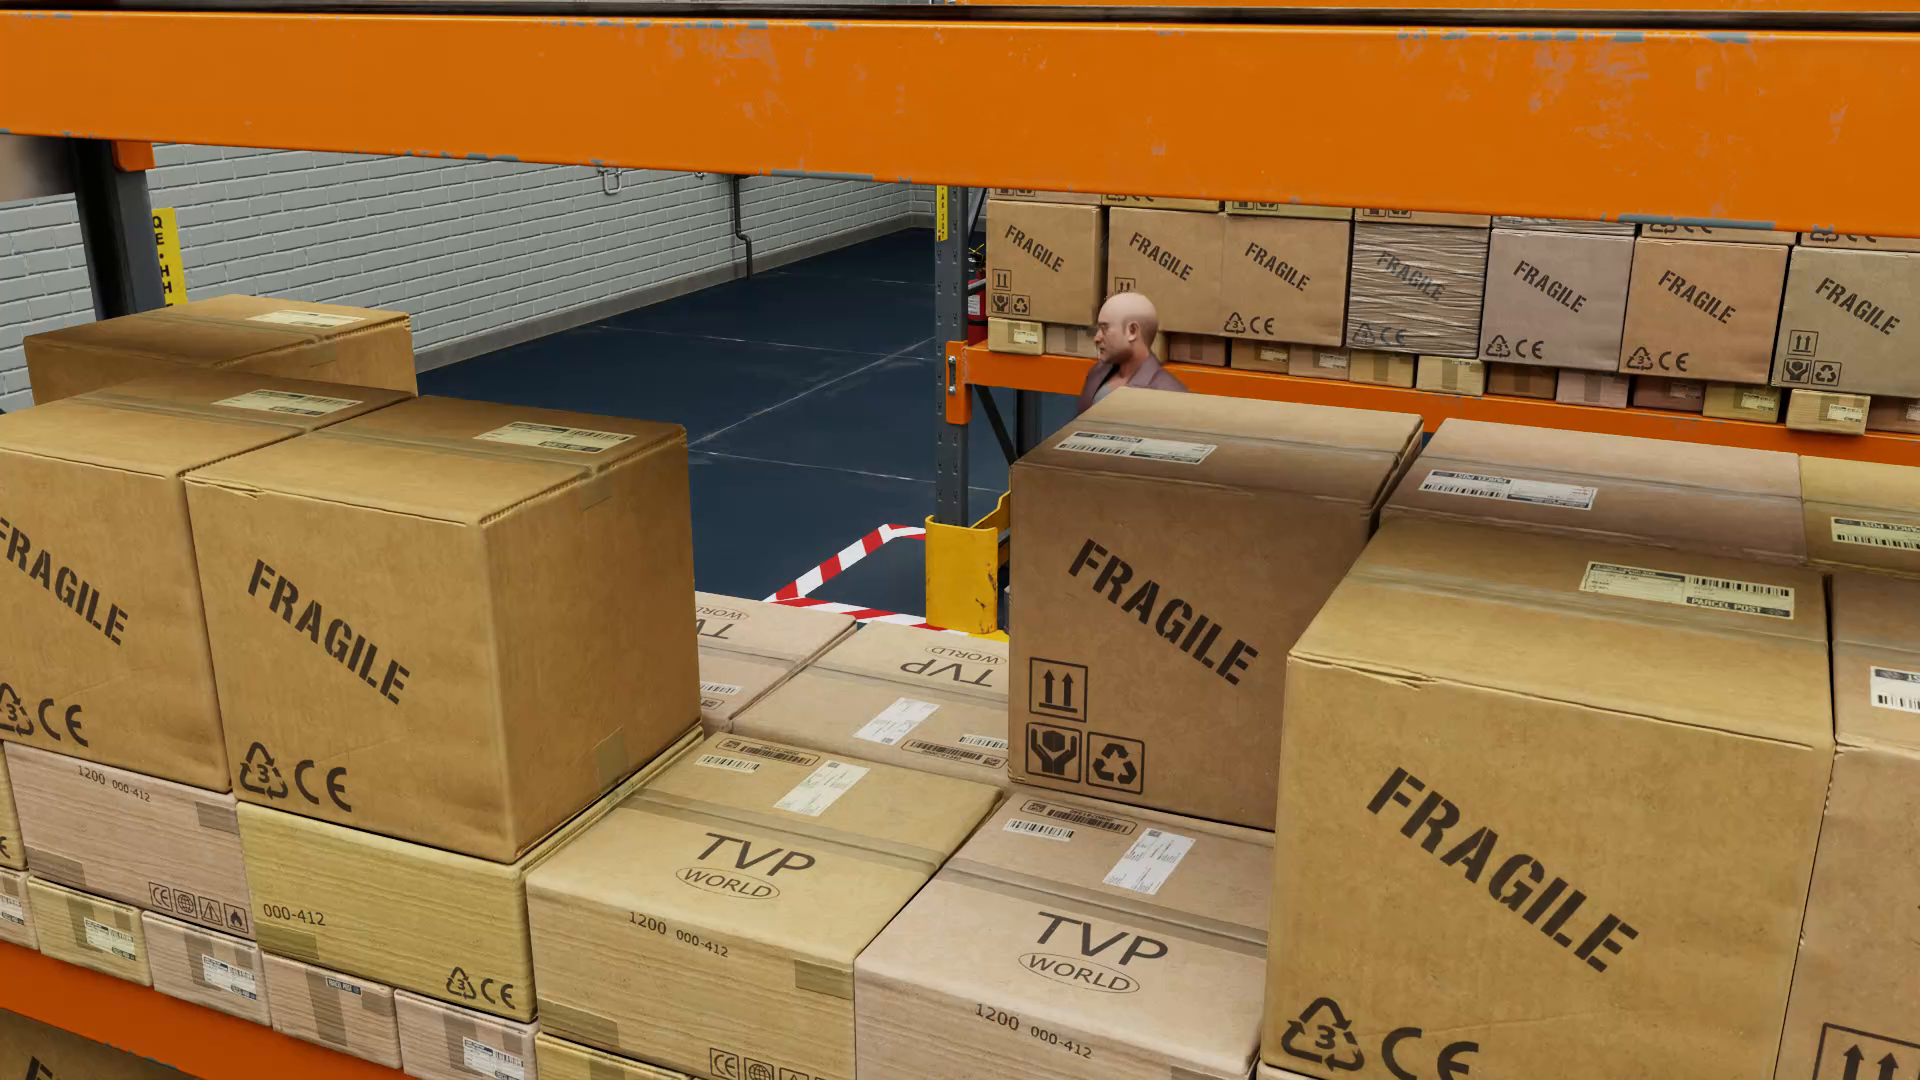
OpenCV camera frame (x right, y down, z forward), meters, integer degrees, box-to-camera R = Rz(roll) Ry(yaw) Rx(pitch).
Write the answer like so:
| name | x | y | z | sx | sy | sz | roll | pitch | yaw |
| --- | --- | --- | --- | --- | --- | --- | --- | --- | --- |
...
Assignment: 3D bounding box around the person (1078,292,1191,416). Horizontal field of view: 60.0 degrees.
| name | x | y | z | sx | sy | sz | roll | pitch | yaw |
| --- | --- | --- | --- | --- | --- | --- | --- | --- | --- |
| person | 0.566 | 0.001 | 6.008 | 0.571 | 1.780 | 0.645 | -13 | 23 | -34 |
